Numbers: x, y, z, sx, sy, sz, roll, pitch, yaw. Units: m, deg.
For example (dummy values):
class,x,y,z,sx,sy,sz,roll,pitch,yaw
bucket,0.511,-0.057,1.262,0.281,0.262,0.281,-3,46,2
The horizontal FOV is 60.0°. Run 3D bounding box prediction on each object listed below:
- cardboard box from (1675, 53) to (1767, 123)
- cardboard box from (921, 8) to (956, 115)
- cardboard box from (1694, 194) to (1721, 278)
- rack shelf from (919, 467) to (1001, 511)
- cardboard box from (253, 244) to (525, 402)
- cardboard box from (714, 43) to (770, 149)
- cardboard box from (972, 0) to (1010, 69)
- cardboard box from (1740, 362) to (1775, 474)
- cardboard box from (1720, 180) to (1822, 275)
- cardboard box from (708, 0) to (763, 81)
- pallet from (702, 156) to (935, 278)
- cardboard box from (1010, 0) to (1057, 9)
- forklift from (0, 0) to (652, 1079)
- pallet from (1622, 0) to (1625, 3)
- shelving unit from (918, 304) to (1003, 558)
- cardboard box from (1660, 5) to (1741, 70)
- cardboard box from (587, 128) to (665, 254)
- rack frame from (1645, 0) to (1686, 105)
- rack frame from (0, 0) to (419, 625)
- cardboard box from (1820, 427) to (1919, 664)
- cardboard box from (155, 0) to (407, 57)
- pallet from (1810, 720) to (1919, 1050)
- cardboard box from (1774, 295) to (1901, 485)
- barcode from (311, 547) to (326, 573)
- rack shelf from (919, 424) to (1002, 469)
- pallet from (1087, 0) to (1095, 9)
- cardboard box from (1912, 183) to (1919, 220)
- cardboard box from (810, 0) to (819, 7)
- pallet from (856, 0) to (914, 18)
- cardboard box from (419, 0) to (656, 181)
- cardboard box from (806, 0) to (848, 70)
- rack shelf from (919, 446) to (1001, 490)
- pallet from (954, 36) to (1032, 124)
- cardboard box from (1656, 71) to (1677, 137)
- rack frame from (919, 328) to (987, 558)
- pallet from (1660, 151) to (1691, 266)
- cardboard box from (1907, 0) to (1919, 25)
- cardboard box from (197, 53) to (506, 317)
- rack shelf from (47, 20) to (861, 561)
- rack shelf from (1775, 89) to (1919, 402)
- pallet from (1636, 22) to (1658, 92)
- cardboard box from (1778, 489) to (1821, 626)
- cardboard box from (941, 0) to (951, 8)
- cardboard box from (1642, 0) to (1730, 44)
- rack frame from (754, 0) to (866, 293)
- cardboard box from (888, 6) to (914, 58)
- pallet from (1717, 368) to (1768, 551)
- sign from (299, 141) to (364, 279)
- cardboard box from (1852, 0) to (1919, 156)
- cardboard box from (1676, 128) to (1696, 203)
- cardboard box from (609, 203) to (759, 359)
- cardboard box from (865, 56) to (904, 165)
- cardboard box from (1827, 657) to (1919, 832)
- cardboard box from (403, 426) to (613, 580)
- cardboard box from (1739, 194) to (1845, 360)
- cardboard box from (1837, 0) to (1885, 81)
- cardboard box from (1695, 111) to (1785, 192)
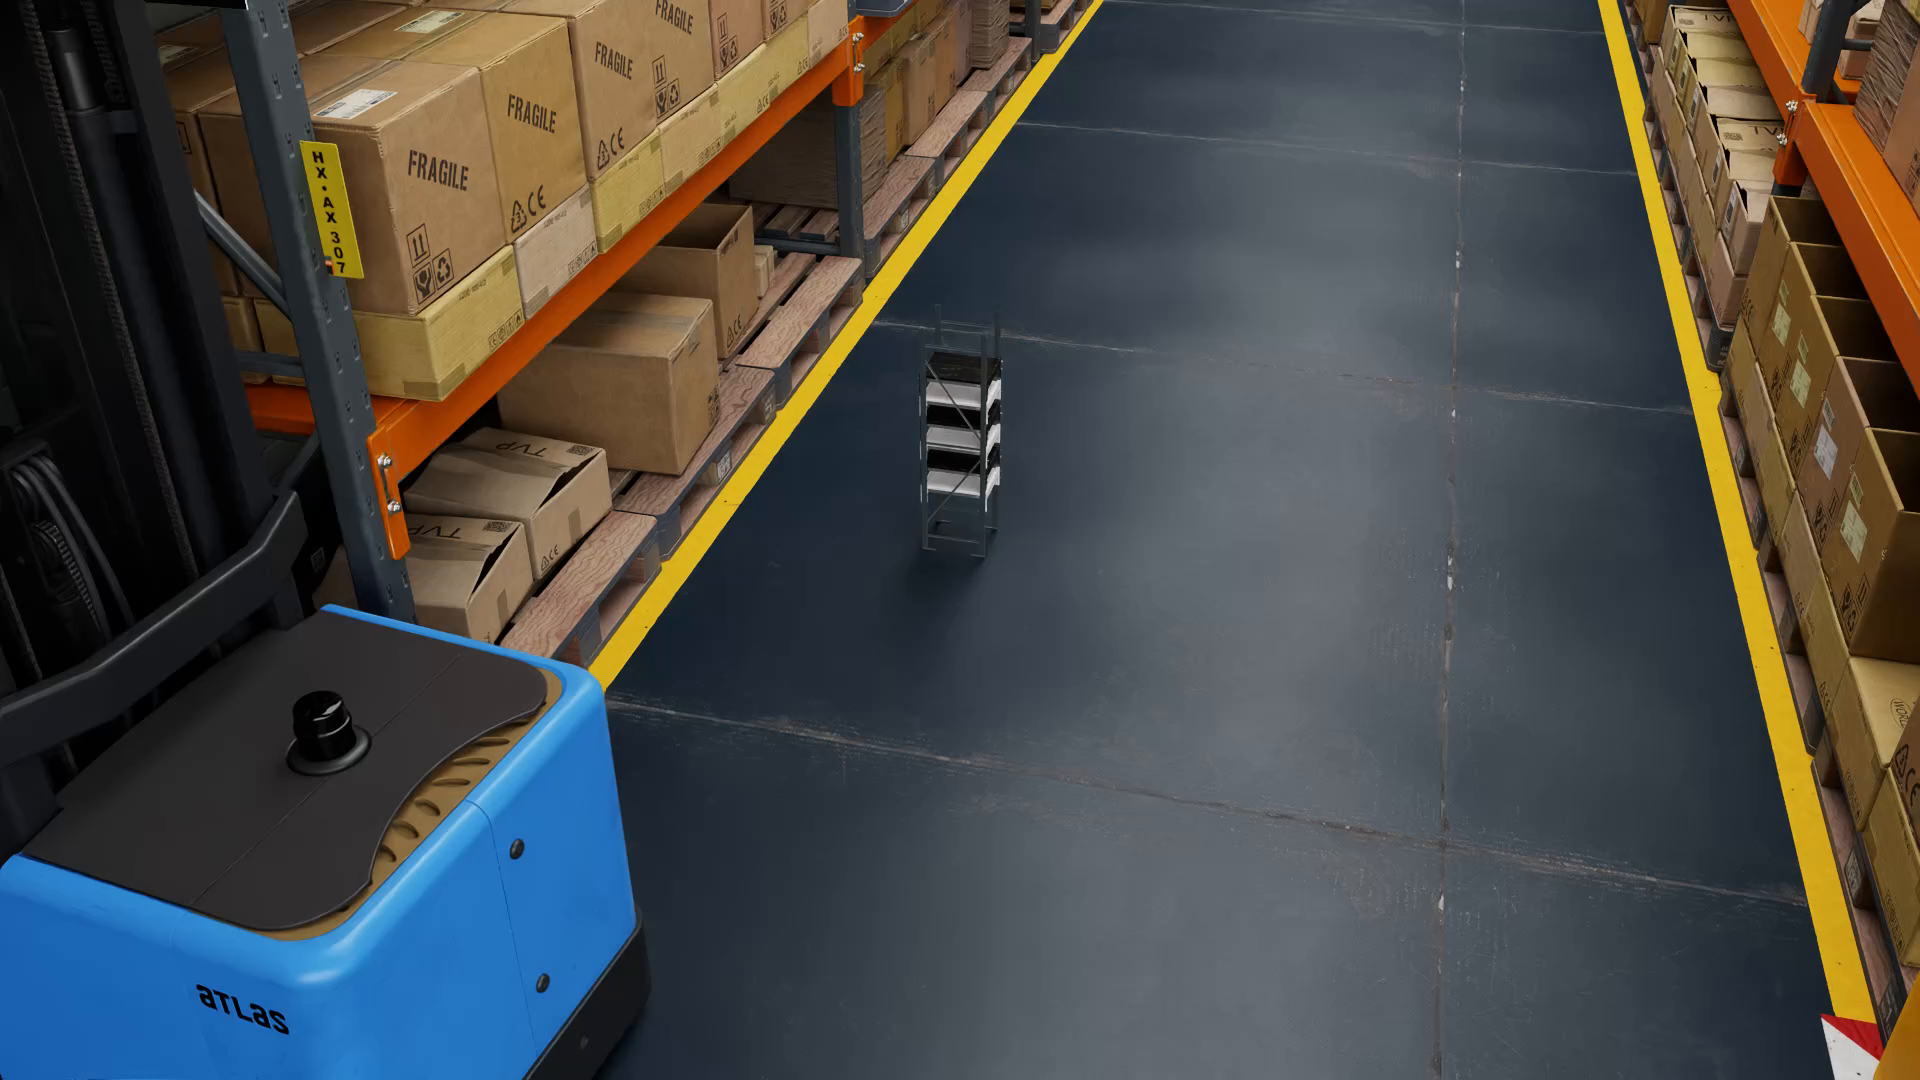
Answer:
class,x,y,z,sx,sy,sz,roll,pitch,yaw
cardboard box,4.170,-2.431,8.927,0.500,0.311,0.500,7,33,11
cardboard box,-0.423,-2.857,9.868,0.700,0.500,0.500,8,33,12
cardboard box,3.784,-1.406,7.837,0.500,0.250,0.500,8,33,12
rack shelf,0.002,-0.204,6.130,0.258,0.077,0.200,8,33,12
cardboard box,-1.548,-0.624,4.557,0.500,0.250,0.500,7,33,11
cardboard box,-1.038,-1.682,6.221,0.500,0.250,0.500,8,33,12
cardboard box,-0.081,-3.370,10.675,0.700,0.500,0.500,8,33,13
cardboard box,3.286,-0.431,6.303,0.500,0.250,0.500,8,33,12
cardboard box,3.654,-1.375,7.265,0.500,0.311,0.500,8,33,12
cardboard box,-1.044,-1.999,6.021,0.500,0.500,0.500,7,33,11
pallet,-0.767,-1.772,8.840,1.003,0.211,1.213,8,33,12
cardboard box,0.365,-4.254,11.758,0.750,0.750,0.750,8,33,12
forklift,-2.366,-0.079,3.643,3.031,2.935,1.130,12,34,18
pallet,5.689,-4.419,13.005,1.003,0.211,1.213,8,33,12
shelving unit,0.002,-0.384,6.015,0.258,0.900,0.210,8,33,12
cardboard box,4.427,-2.969,9.774,0.500,0.311,0.500,9,34,14
cardboard box,-1.295,-1.159,5.398,0.500,0.250,0.500,8,33,12
rack frame,4.844,-3.948,9.664,1.000,3.000,0.127,8,33,12
rack frame,-1.979,-0.469,4.191,1.000,3.000,0.127,8,33,12
cardboard box,2.902,0.031,4.878,0.500,0.500,0.500,8,33,12
cardboard box,-1.927,-1.264,4.864,0.500,0.500,0.500,8,33,13
pallet,2.967,0.978,4.515,1.003,0.211,1.213,8,33,12
cardboard box,3.155,-0.488,5.695,0.500,0.500,0.500,8,33,12
barcode,-2.098,0.066,5.438,0.001,0.075,0.075,8,33,12
rack shelf,0.002,-0.356,6.033,0.258,0.077,0.200,8,33,12
pallet,0.636,-4.473,13.090,1.003,0.211,1.213,8,33,12
cardboard box,3.464,-1.149,5.168,0.700,0.500,0.500,9,33,13
cardboard box,-0.784,-2.519,6.838,0.500,0.500,0.500,8,33,12
pallet,-0.629,-2.840,8.101,1.003,0.211,1.213,8,33,12
cardboard box,-1.294,-1.460,5.172,0.500,0.500,0.500,7,33,11
cardboard box,-0.791,-2.203,7.040,0.500,0.250,0.500,8,33,12
rack shelf,0.002,-0.280,6.081,0.258,0.077,0.200,8,33,12
pallet,-0.148,-3.038,10.832,1.003,0.211,1.213,8,33,12
cardboard box,4.300,-2.472,9.514,0.500,0.250,0.500,7,33,11
rack frame,-0.024,-0.331,5.932,0.240,0.900,0.006,8,33,12
pallet,4.286,-1.718,8.756,1.003,0.211,1.213,8,33,12
cardboard box,3.446,-1.810,5.604,0.380,0.149,0.250,7,33,11
cardboard box,-1.567,-0.937,4.350,0.500,0.500,0.500,8,33,12
rack shelf,-1.471,-1.203,6.017,1.077,0.370,4.000,8,33,12
rack shelf,3.321,-0.531,4.959,1.077,0.370,4.000,8,33,12
pallet,5.070,-3.153,11.013,1.003,0.211,1.213,8,33,12
cardboard box,3.033,0.088,5.487,0.500,0.250,0.500,8,33,12
cardboard box,-0.286,-3.399,10.022,0.500,0.250,0.500,9,33,13
cardboard box,4.854,-3.596,11.030,0.500,0.500,0.500,9,34,14
rack frame,-0.964,-2.544,7.457,1.000,3.000,0.127,8,33,12
cardboard box,-0.556,-2.875,9.198,0.500,0.250,0.500,7,33,11
pallet,3.587,-0.288,6.507,1.003,0.211,1.213,8,33,12
sign,-1.454,-0.760,3.843,0.100,0.325,0.005,8,33,12
cardboard box,3.722,-1.683,6.008,0.700,0.500,0.500,7,33,11
cardboard box,4.044,-1.935,8.670,0.500,0.250,0.500,9,33,13
cardboard box,-1.188,-1.131,7.153,0.500,0.500,0.500,6,33,9
cardboard box,-0.710,-2.334,9.046,0.700,0.500,0.500,7,33,11
cardboard box,2.779,0.607,4.670,0.500,0.250,0.500,8,33,12
cardboard box,-1.571,-0.162,5.806,0.500,0.311,0.500,11,34,16
cardboard box,3.408,-1.007,6.511,0.500,0.500,0.500,8,33,12
cardboard box,3.912,-2.070,6.850,0.500,0.250,0.500,10,34,15
cardboard box,3.909,-1.904,8.098,0.500,0.311,0.500,8,33,12
